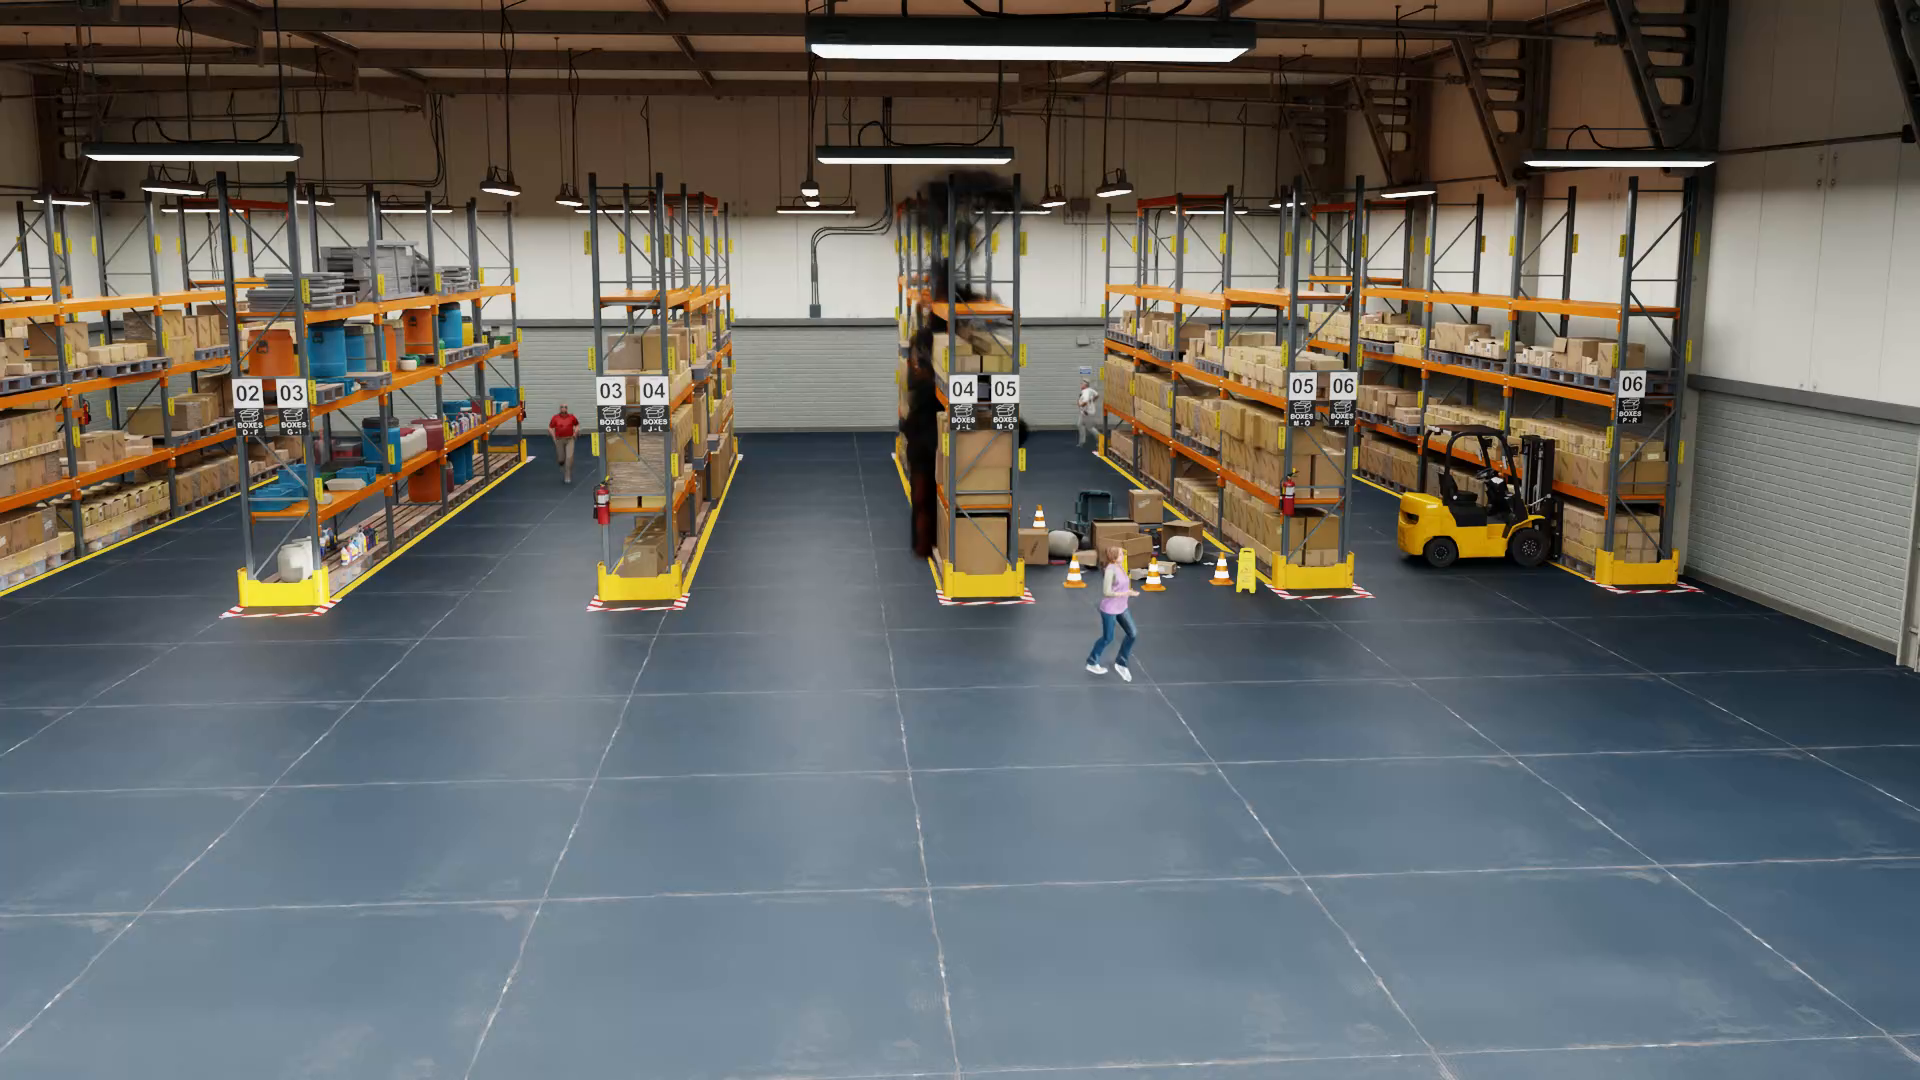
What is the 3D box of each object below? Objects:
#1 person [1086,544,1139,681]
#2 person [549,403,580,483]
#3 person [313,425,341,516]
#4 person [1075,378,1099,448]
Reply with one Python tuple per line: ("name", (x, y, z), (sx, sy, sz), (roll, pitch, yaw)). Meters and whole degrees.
("person", (1.790, 0.860, 19.318), (0.702, 1.616, 0.513), (7, 12, 34))
("person", (-8.502, -2.106, 35.813), (0.663, 1.700, 0.752), (-3, 10, -17))
("person", (-11.746, -1.256, 30.795), (0.703, 1.728, 0.654), (-1, 10, -6))
("person", (3.226, -3.130, 41.486), (0.783, 1.828, 0.690), (2, 10, 9))
